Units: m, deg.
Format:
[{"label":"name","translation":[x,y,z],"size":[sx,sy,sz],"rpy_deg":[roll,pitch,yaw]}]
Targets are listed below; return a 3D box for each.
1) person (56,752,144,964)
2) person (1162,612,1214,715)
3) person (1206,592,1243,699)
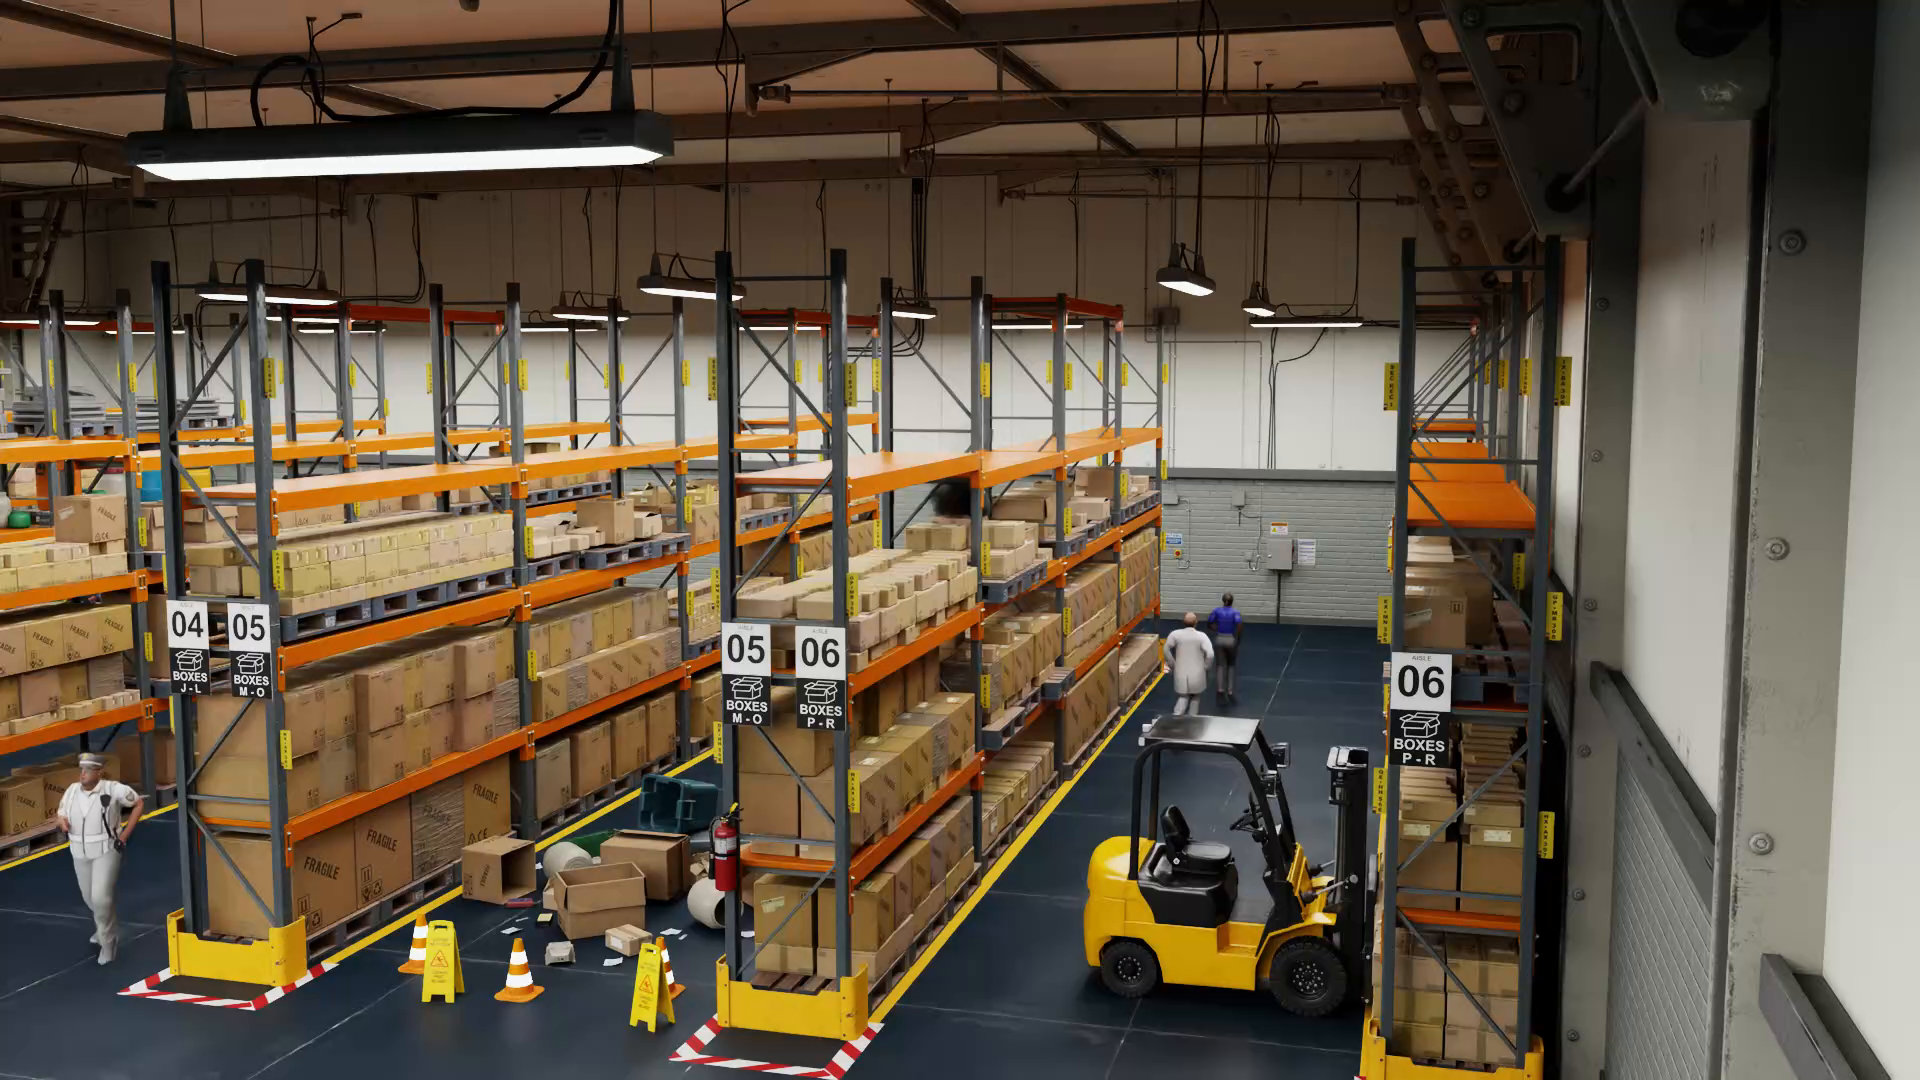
[{"label":"person","translation":[-7.549,2.764,14.545],"size":[0.643,1.876,0.742],"rpy_deg":[0,6,3]},{"label":"person","translation":[3.158,1.875,23.039],"size":[0.736,1.744,0.735],"rpy_deg":[2,6,18]},{"label":"person","translation":[4.049,1.670,25.496],"size":[0.587,1.722,0.725],"rpy_deg":[2,6,15]}]
